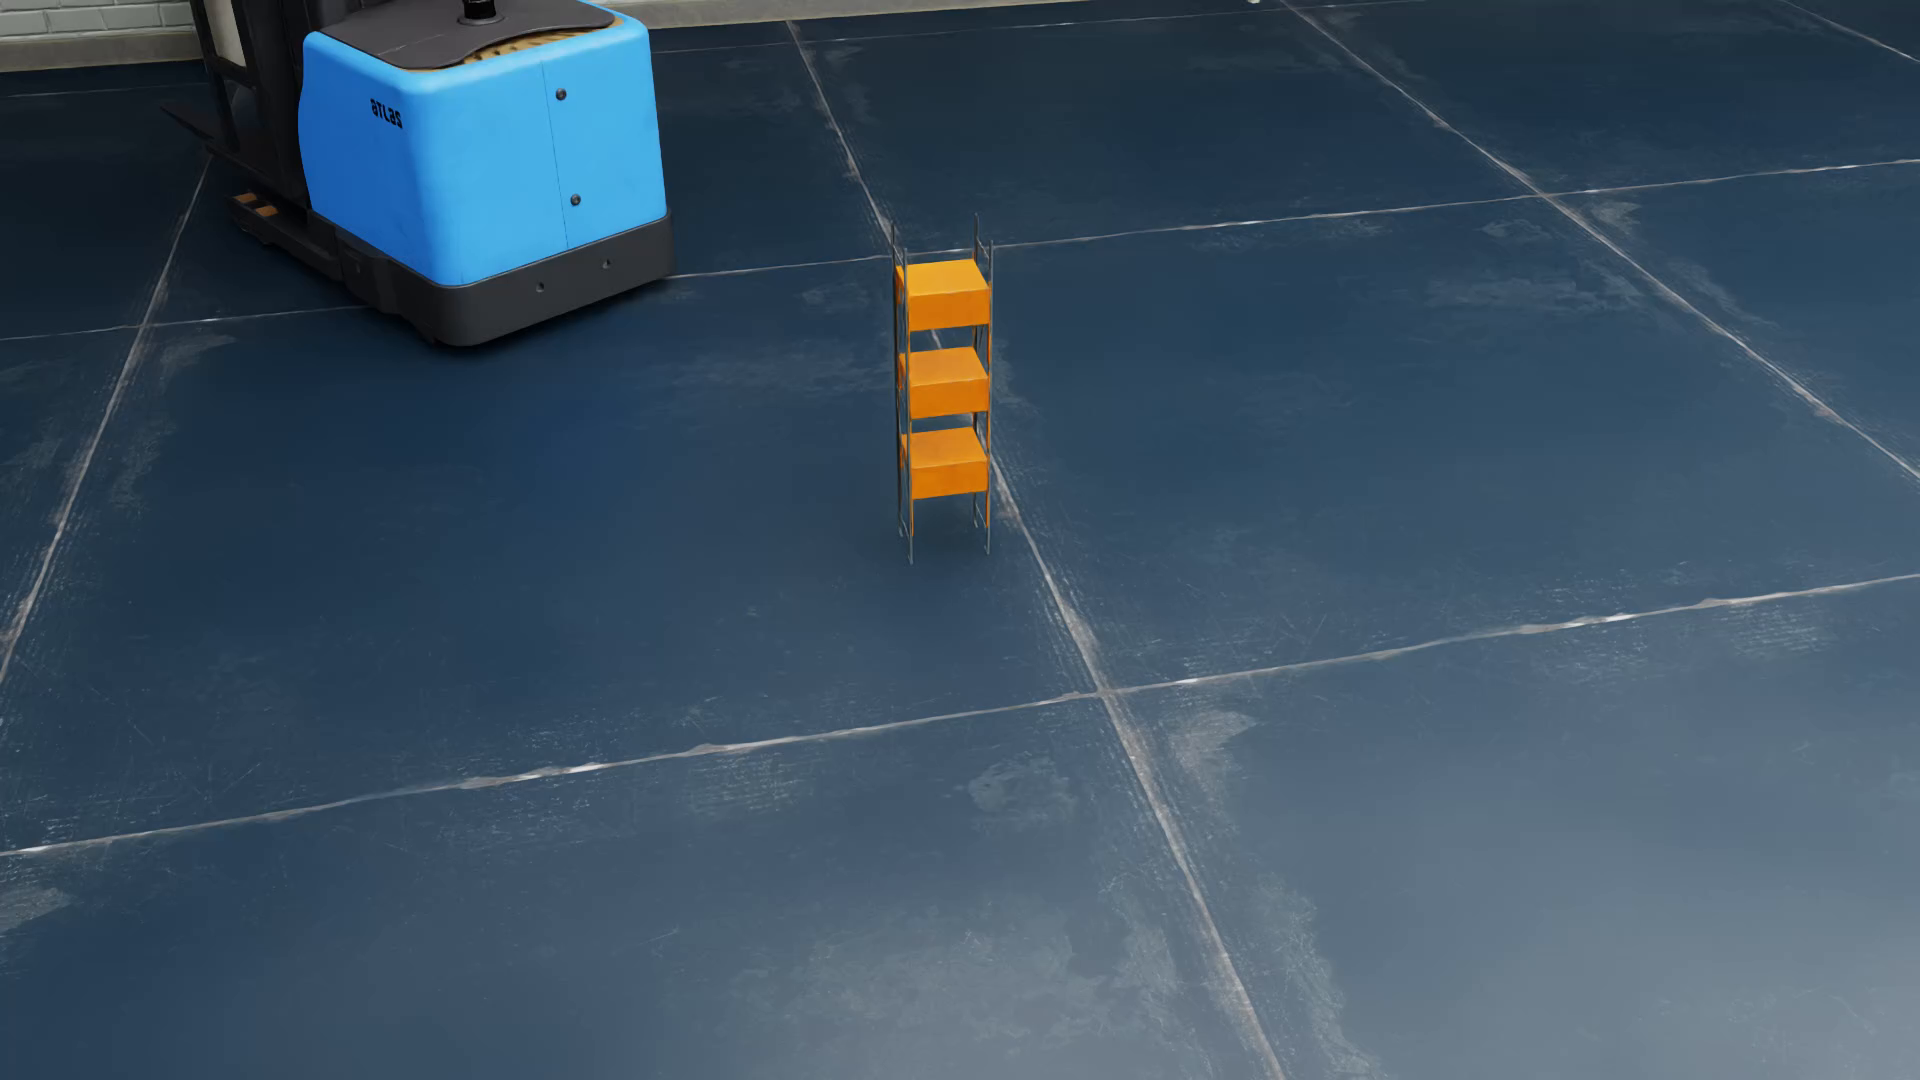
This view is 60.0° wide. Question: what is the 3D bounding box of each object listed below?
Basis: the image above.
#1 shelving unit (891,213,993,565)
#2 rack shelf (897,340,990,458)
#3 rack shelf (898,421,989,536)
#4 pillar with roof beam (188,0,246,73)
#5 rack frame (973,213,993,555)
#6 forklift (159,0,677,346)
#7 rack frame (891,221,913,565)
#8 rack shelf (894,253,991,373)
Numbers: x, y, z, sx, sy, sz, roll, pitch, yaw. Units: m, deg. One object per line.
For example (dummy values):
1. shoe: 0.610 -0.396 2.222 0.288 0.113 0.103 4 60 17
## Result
1. shelving unit: -0.052 -0.429 4.948 0.252 1.050 0.215 -7 35 -11
2. rack shelf: -0.052 -0.421 4.954 0.240 0.259 0.215 -7 35 -11
3. rack shelf: -0.052 -0.190 5.108 0.240 0.259 0.215 -7 35 -11
4. pillar with roof beam: -2.975 -4.034 3.185 0.400 9.000 9.100 -7 35 -11
5. rack frame: 0.067 -0.444 4.970 0.008 1.050 0.200 -7 35 -11
6. forklift: -2.545 -2.660 6.583 1.130 2.935 3.031 -29 43 -36
7. rack frame: -0.171 -0.414 4.925 0.008 1.050 0.200 -7 35 -11
8. rack shelf: -0.052 -0.656 4.795 0.240 0.259 0.215 -7 35 -11
